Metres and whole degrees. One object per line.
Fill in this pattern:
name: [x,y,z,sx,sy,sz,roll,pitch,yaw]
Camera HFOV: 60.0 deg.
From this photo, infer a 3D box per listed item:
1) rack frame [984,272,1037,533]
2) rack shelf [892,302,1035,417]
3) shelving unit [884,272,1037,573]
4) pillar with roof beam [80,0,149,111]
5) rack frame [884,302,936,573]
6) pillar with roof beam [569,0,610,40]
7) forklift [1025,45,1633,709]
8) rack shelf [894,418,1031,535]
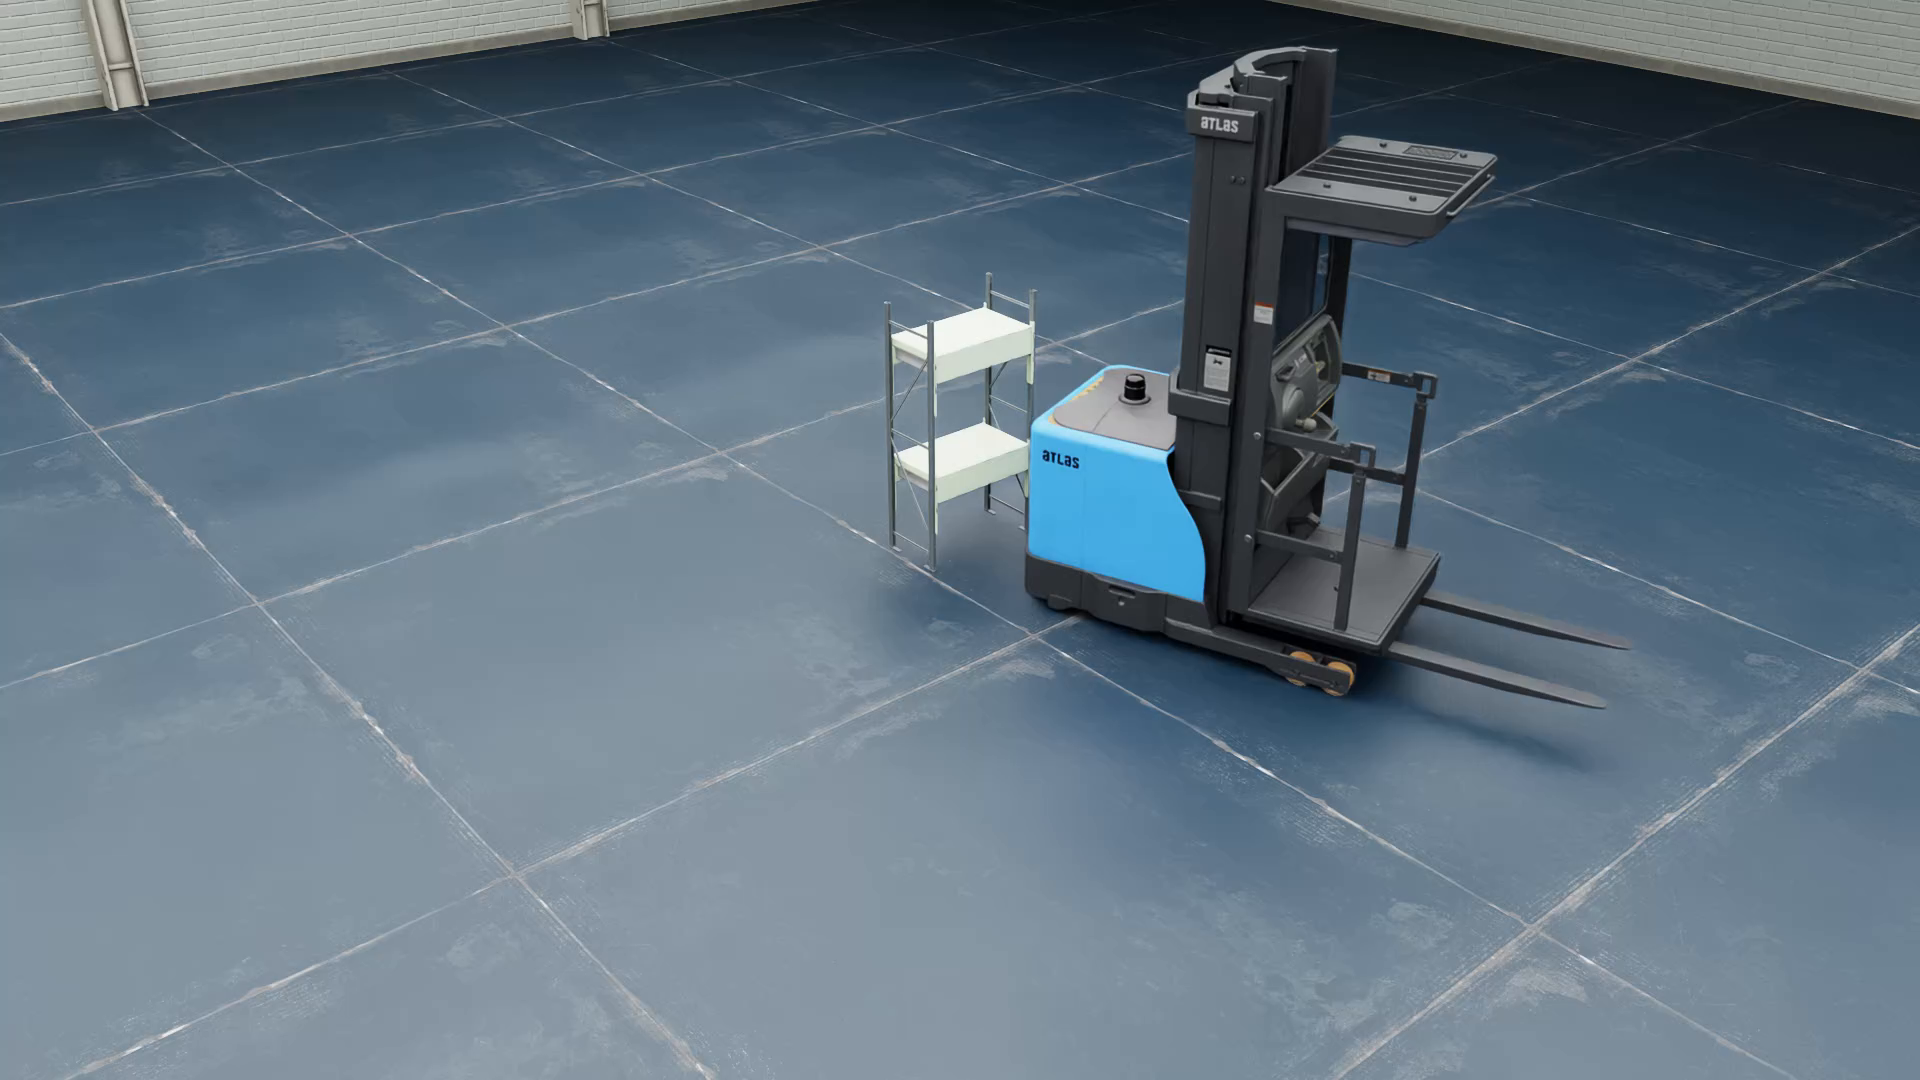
rack frame: [0.284,-0.775,9.610,0.023,1.500,0.400,-22,35,-35]
rack shelf: [0.005,-1.008,9.216,0.720,0.370,0.431,-22,35,-35]
shelving unit: [0.005,-0.664,9.400,0.755,1.500,0.431,-22,35,-35]
pillar with roof beam: [-6.760,-7.410,14.068,0.400,9.000,9.100,-22,35,-35]
rack frame: [-0.273,-0.552,9.191,0.023,1.500,0.400,-22,35,-35]
pillar with roof beam: [-2.196,-9.246,17.503,0.400,9.000,9.100,-22,35,-35]
forklift: [1.888,-0.802,8.141,3.031,2.935,1.130,15,32,26]
rack shelf: [0.005,-0.376,9.554,0.720,0.370,0.431,-22,35,-35]
